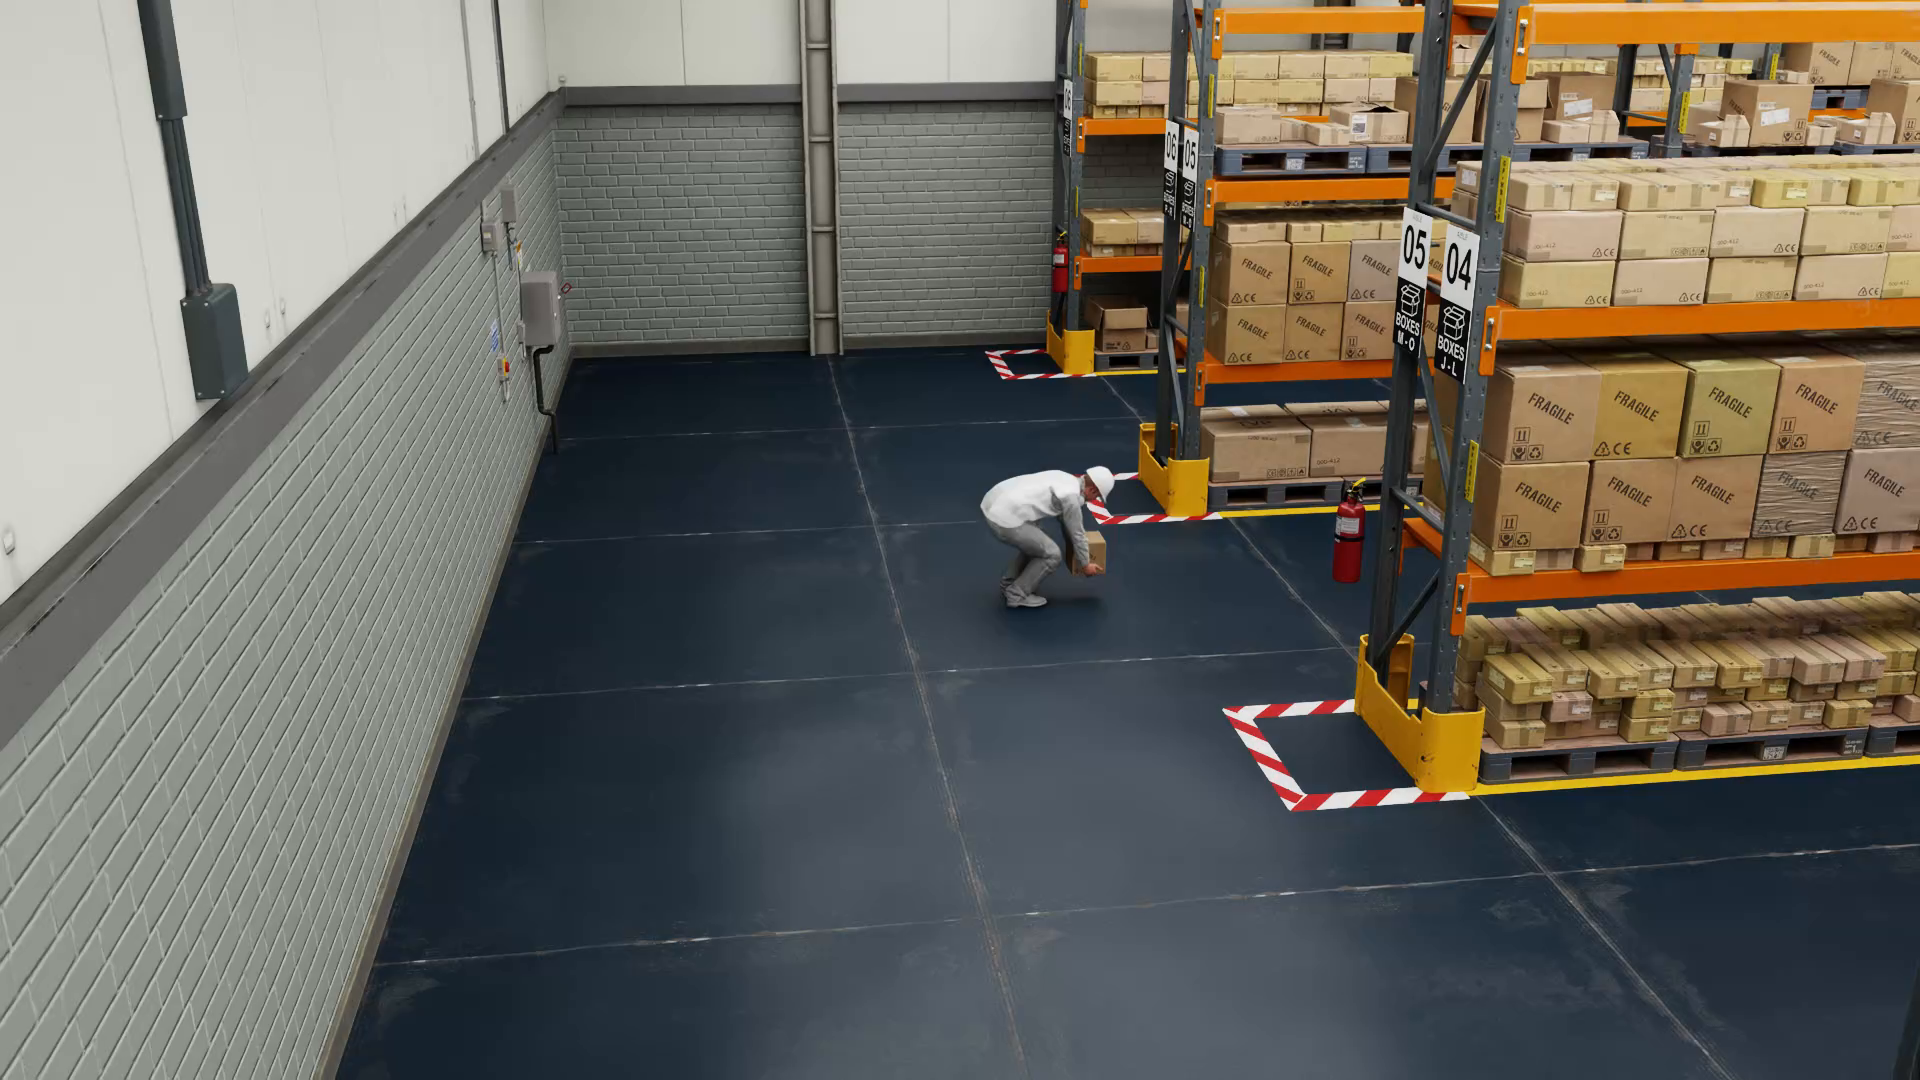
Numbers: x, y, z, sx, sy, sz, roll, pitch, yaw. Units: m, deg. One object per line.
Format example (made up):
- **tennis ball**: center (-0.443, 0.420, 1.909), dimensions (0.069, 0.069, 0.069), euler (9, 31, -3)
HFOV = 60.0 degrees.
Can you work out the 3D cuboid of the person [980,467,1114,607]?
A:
- **person**: center (0.650, -0.040, 12.296), dimensions (0.989, 0.992, 0.519), euler (-4, 20, -10)
